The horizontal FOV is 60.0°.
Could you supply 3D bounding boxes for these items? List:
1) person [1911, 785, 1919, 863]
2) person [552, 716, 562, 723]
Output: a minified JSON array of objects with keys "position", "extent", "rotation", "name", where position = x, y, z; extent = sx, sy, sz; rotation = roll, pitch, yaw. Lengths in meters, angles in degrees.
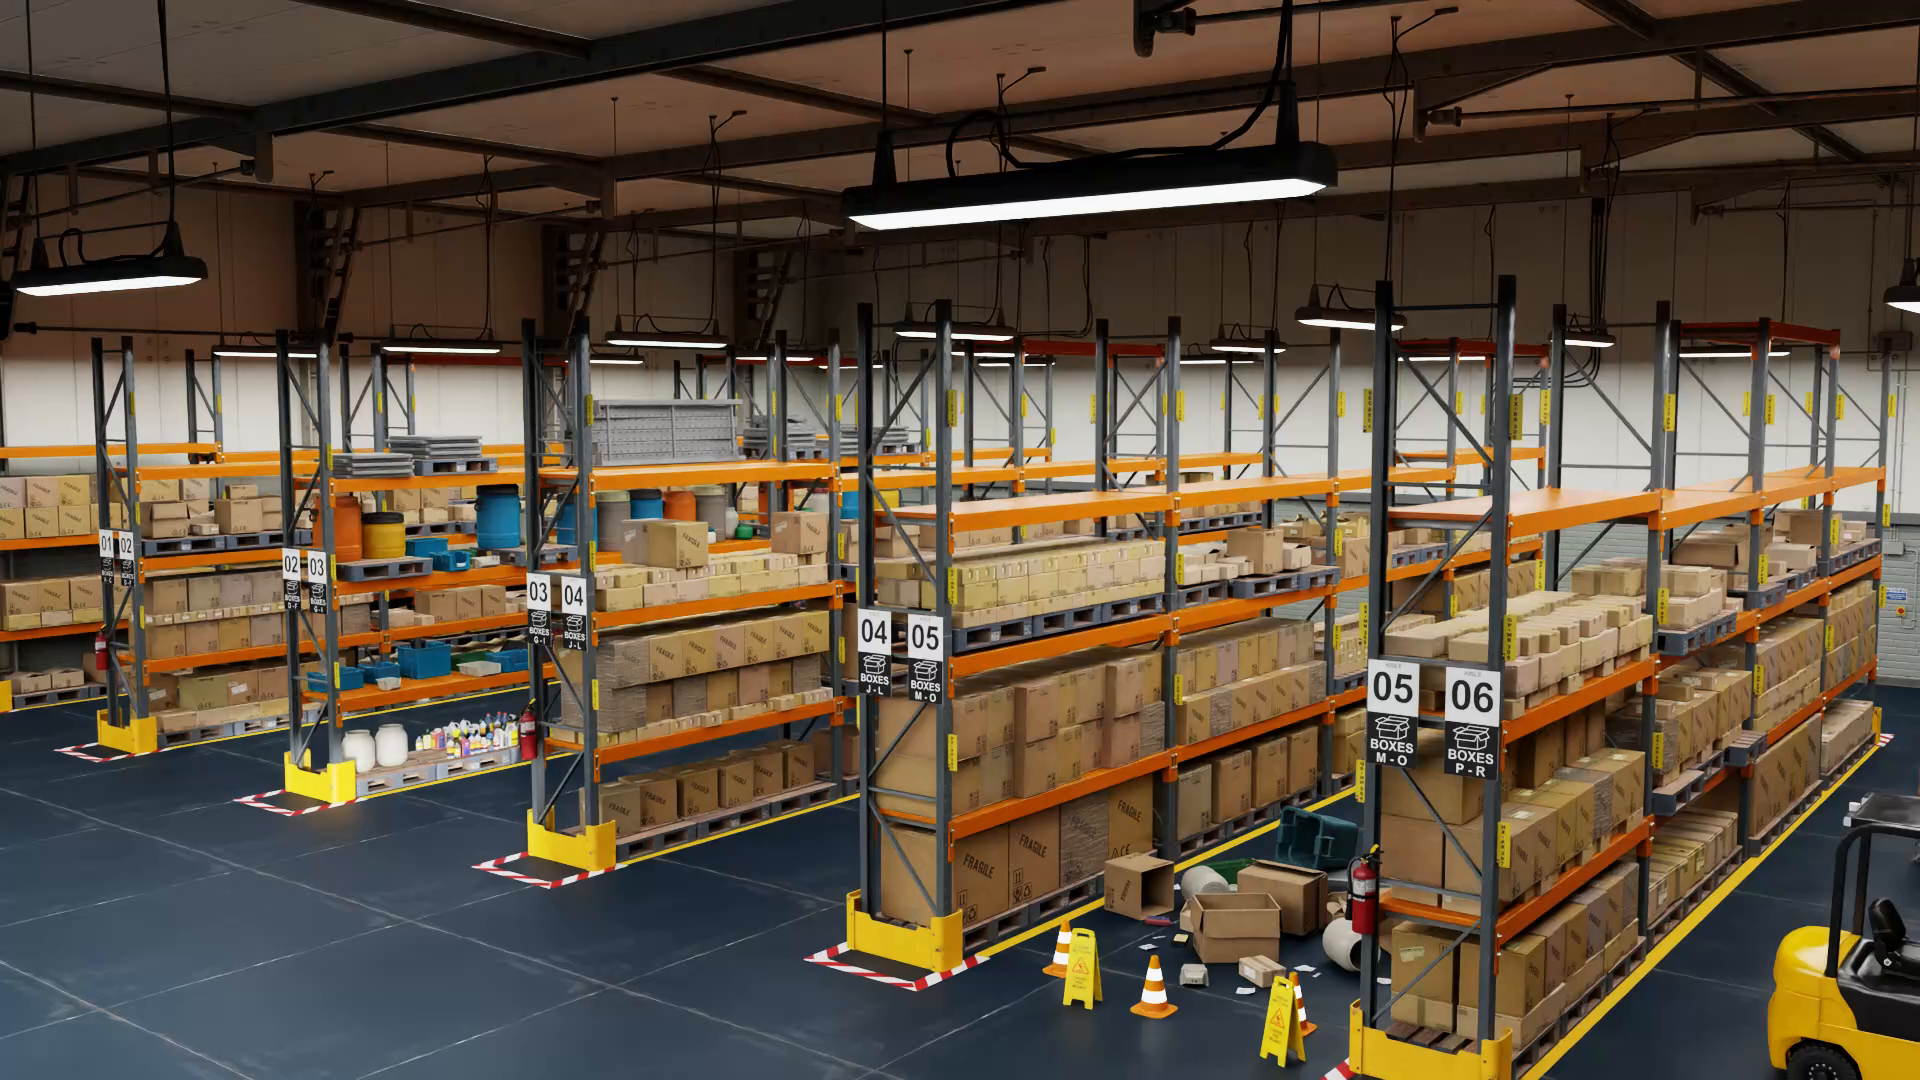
[{"position":[10.787,2.731,18.235],"extent":[0.556,1.757,0.435],"rotation":[1,5,15],"name":"person"},{"position":[-5.969,2.075,26.247],"extent":[1.110,1.552,0.467],"rotation":[-4,7,-41],"name":"person"}]
